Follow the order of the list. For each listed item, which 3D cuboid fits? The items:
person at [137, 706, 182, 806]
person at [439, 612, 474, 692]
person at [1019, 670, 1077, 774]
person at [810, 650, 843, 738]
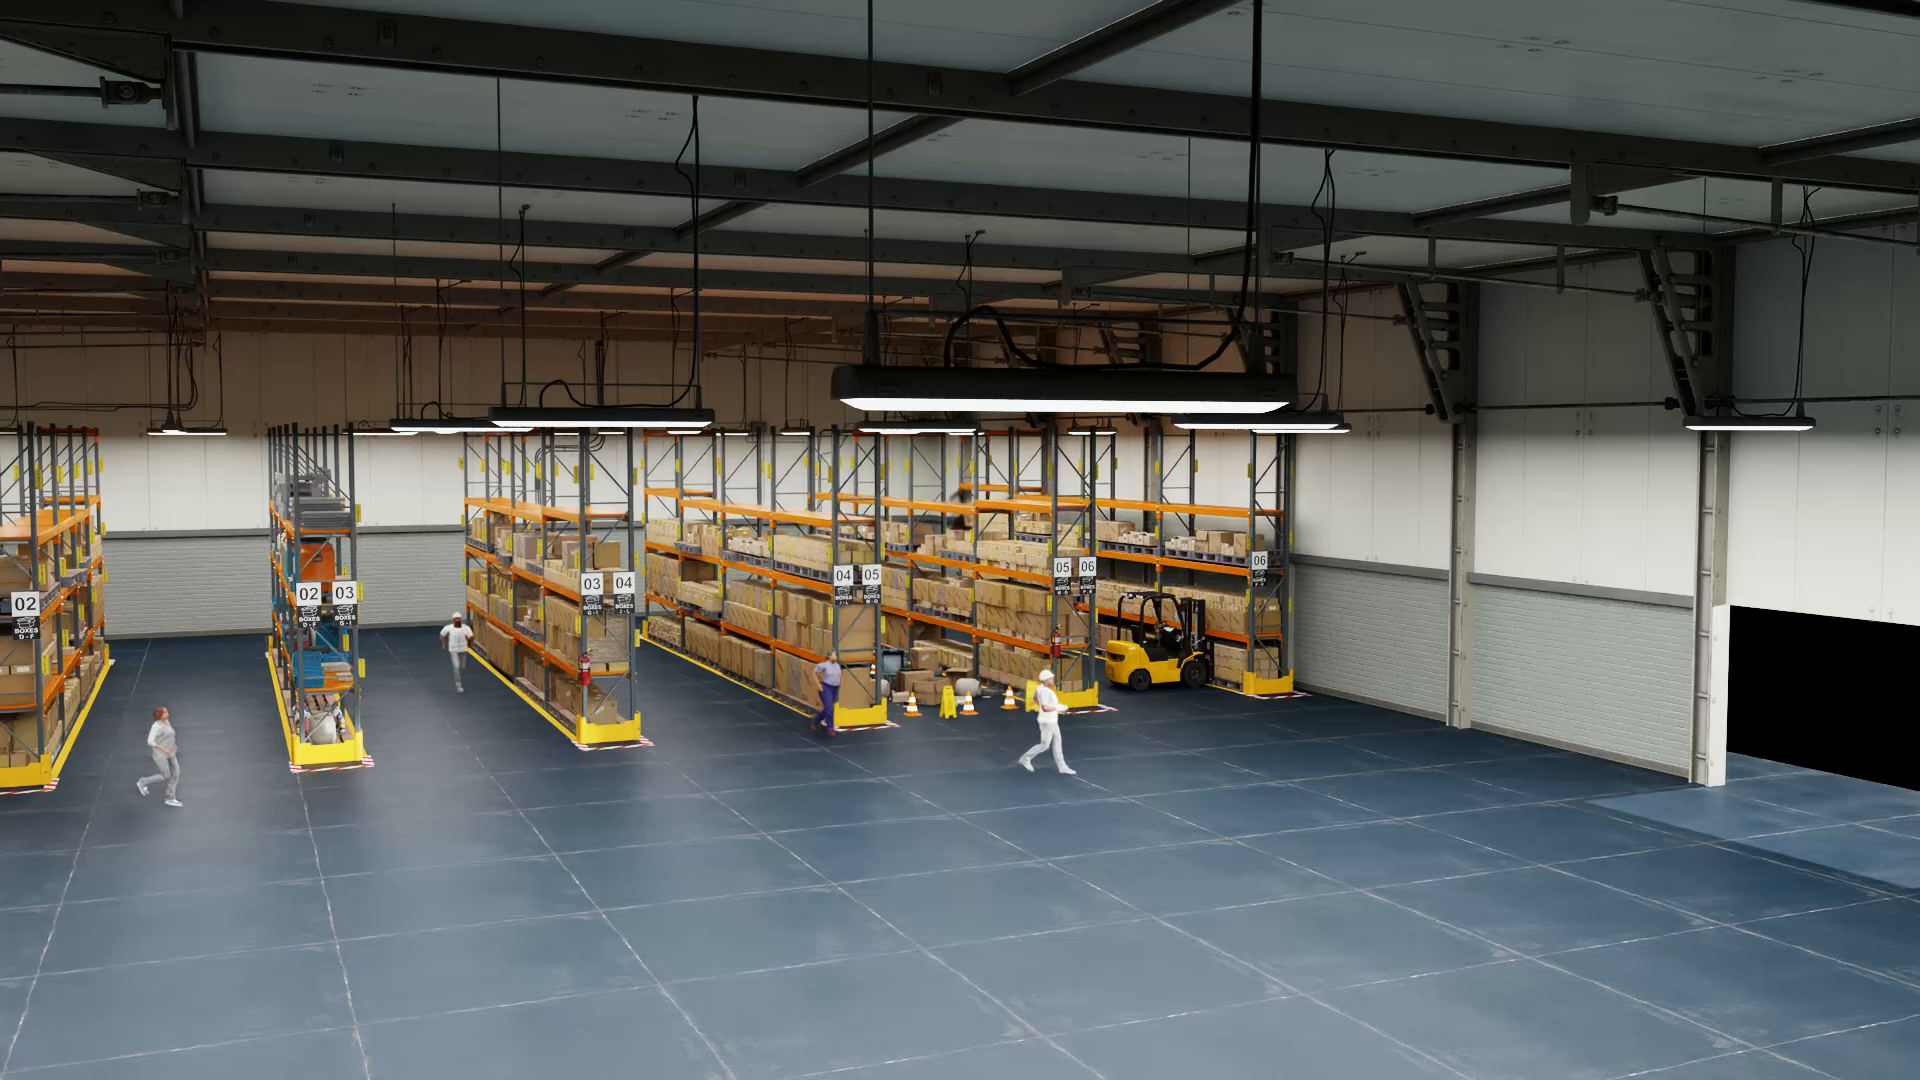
[{"bbox_3d":[-12.473,3.413,25.943,0.691,1.484,0.546,0,3,5],"label":"person"},{"bbox_3d":[-11.366,2.511,37.660,0.700,1.754,0.989,-2,4,-33],"label":"person"},{"bbox_3d":[1.486,3.084,28.117,0.982,1.775,0.681,0,4,8],"label":"person"},{"bbox_3d":[-2.537,2.952,32.193,0.807,1.655,0.615,3,4,36],"label":"person"}]
